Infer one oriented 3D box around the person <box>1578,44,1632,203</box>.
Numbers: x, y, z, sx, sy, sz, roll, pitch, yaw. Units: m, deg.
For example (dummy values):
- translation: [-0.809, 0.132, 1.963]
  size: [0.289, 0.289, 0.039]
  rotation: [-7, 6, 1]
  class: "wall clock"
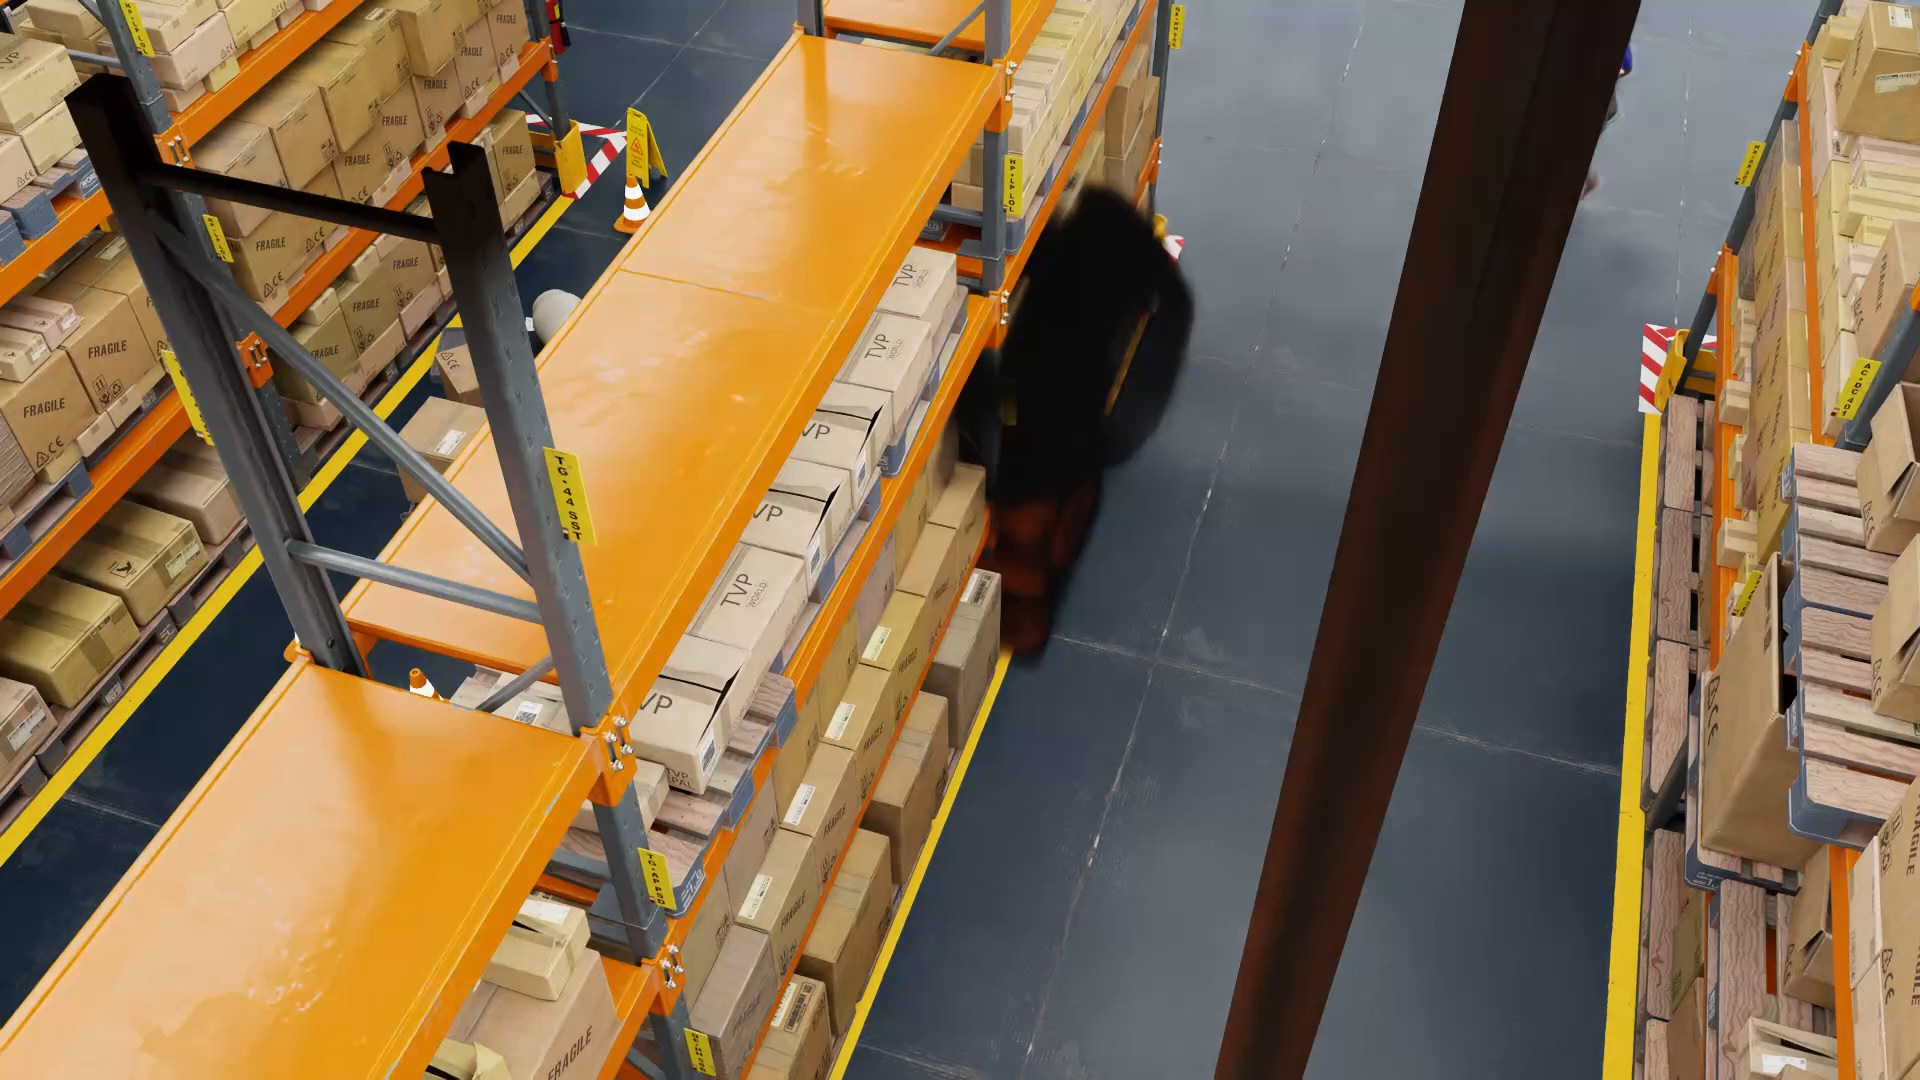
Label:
- translation: [5.132, -3.452, 13.392]
  size: [0.570, 1.630, 0.616]
  rotation: [-29, 52, -25]
  class: "person"
